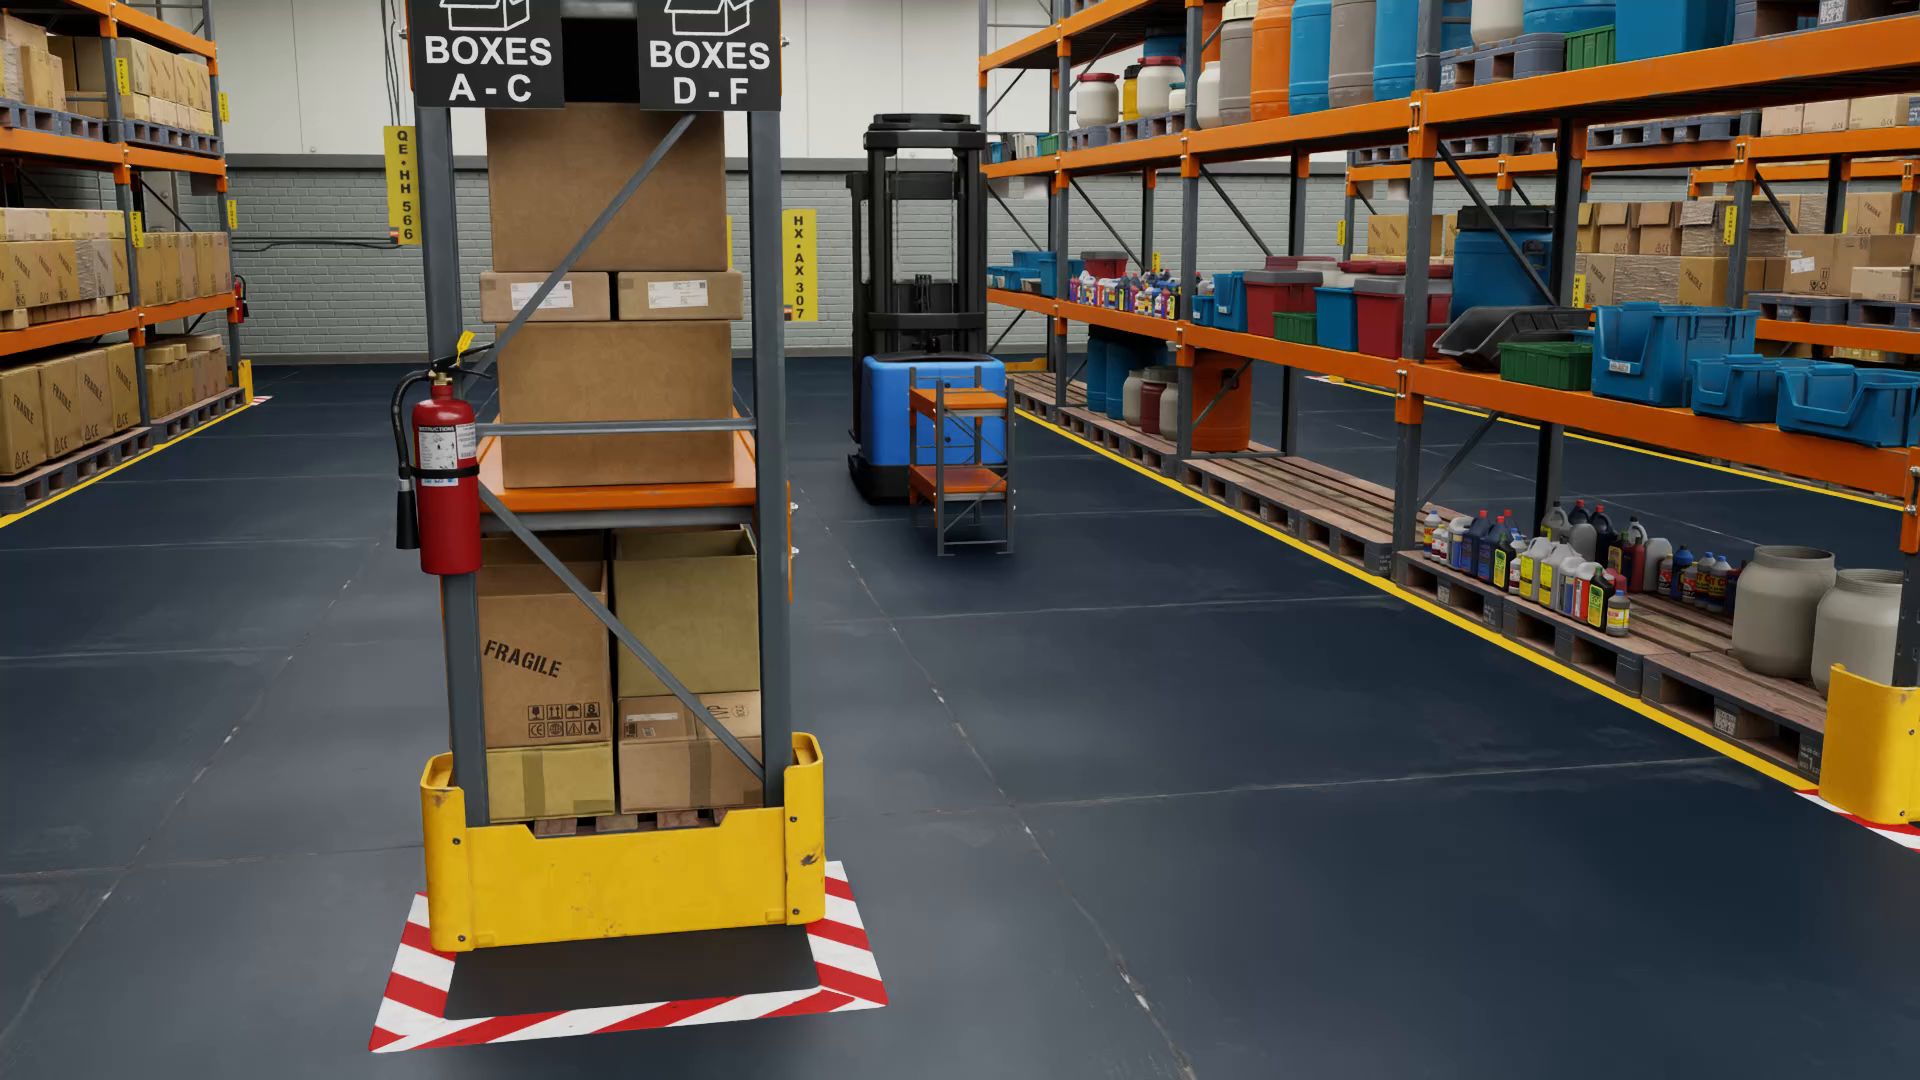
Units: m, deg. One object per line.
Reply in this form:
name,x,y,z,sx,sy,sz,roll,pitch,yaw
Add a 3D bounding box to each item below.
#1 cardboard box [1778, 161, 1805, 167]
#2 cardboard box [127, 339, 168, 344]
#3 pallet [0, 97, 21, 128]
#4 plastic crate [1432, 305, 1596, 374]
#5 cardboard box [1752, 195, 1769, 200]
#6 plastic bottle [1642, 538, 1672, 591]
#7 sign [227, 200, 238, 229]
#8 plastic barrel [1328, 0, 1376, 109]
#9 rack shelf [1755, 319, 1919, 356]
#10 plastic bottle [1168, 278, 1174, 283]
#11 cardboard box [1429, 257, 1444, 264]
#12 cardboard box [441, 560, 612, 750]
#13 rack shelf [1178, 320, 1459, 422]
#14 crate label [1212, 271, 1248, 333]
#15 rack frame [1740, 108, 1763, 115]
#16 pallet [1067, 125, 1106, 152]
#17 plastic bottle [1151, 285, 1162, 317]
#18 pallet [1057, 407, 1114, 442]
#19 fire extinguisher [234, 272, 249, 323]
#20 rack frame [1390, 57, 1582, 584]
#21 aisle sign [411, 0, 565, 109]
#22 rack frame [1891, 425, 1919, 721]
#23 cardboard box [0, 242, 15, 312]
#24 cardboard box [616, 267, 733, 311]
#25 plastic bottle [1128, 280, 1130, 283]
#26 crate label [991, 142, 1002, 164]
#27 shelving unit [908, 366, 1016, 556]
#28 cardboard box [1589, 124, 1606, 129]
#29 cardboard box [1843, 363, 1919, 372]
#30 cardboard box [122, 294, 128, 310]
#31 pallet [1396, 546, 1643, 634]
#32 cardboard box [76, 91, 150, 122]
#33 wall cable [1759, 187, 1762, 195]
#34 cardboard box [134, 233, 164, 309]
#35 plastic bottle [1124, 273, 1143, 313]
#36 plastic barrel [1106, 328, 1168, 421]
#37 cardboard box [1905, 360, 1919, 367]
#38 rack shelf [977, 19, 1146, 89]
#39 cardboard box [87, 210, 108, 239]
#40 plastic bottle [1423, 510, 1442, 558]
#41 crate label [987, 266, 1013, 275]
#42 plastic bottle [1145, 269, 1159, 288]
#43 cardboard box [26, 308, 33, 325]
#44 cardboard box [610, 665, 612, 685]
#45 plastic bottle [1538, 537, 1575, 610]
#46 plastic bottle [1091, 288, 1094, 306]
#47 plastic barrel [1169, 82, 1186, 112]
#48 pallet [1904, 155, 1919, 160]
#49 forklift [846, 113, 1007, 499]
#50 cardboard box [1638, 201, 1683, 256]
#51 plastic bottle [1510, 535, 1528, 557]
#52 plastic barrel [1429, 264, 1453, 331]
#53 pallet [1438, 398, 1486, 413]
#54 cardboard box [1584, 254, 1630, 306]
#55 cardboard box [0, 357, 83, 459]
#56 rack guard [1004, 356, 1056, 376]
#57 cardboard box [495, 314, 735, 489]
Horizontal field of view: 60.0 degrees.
cardboard box,10.613,-4.802,20.780,0.500,0.250,0.500,-2,11,-11
cardboard box,-8.774,-2.079,17.926,0.380,0.149,0.250,-2,11,-10
pallet,-7.607,-3.107,11.978,1.213,0.211,1.003,-2,11,-8
plastic crate,3.043,-1.105,9.146,0.767,0.338,0.504,-2,11,-11
cardboard box,10.486,-4.185,21.425,0.500,0.500,0.500,-2,11,-12
plastic bottle,3.602,0.118,8.664,0.152,0.276,0.135,-2,11,-10
sign,-8.451,-3.779,19.300,0.100,0.325,0.005,-2,11,-11
plastic barrel,2.627,-3.161,10.421,0.600,0.901,0.600,0,11,0
rack shelf,7.535,-1.430,12.610,1.077,0.370,4.000,-2,11,-11
plastic bottle,2.073,-2.423,16.234,0.152,0.276,0.135,-2,11,-11
cardboard box,5.823,-3.216,19.676,0.500,0.250,0.500,-2,11,-10
cardboard box,-1.412,0.365,5.480,0.500,0.500,0.500,-2,11,-11
rack shelf,2.677,-1.250,11.664,1.077,0.370,4.000,-2,11,-11
crate label,2.216,-1.795,12.511,0.502,0.435,0.616,-2,11,-11
rack frame,7.146,-5.097,13.909,1.000,3.000,0.127,-2,11,-11
pallet,1.758,-3.944,16.379,1.213,0.211,1.003,-2,11,-11
plastic bottle,1.703,-2.065,14.369,0.097,0.271,0.097,0,11,0
pallet,1.619,-1.191,16.887,1.003,0.211,1.213,-2,11,-11
fire extinguisher,-8.563,-2.900,19.615,0.296,0.674,0.183,-2,11,-11
rack frame,3.066,-1.236,9.669,1.000,3.000,0.127,-2,11,-11
aisle sign,-1.291,-1.578,4.510,0.394,0.787,0.004,-2,11,-11
rack frame,3.844,-0.503,5.815,1.000,3.000,0.127,-2,11,-11
cardboard box,-7.273,-1.913,12.109,0.500,0.500,0.500,-2,11,-9
cardboard box,-0.935,-0.819,5.475,0.380,0.149,0.250,-2,11,-12
plastic bottle,1.566,-2.241,15.263,0.061,0.283,0.133,-2,11,-11
crate label,0.594,-4.657,20.015,0.408,0.251,0.502,-2,11,-11
shelving unit,-0.001,-0.554,11.098,0.538,1.125,1.048,-2,11,-11
cardboard box,6.511,-4.162,16.565,0.380,0.149,0.250,-3,11,-13
cardboard box,7.419,-1.288,13.444,0.500,0.250,0.500,-1,11,-5
cardboard box,-7.864,-2.178,15.235,0.380,0.149,0.250,-2,11,-10
pallet,3.156,0.258,9.275,1.003,0.211,1.213,-2,11,-11
cardboard box,-8.084,-4.135,15.887,0.500,0.250,0.500,-2,11,-11
wall cable,14.191,-5.525,29.403,0.585,1.953,0.123,-2,11,-11
cardboard box,-8.297,-2.591,15.983,0.980,0.700,0.700,-2,11,-10
plastic bottle,1.578,-2.245,15.099,0.144,0.351,0.185,-2,11,-11
plastic barrel,1.737,-1.649,16.325,0.600,0.901,0.708,-2,11,-11
cardboard box,11.497,-2.076,19.785,0.380,0.149,0.250,-2,11,-8
rack shelf,1.121,-5.468,18.849,1.077,0.370,4.000,-2,11,-11
cardboard box,-7.776,-2.746,14.480,0.500,0.250,0.500,-2,11,-10
plastic bottle,2.698,-0.038,9.493,0.097,0.271,0.097,0,11,0
crate label,0.457,-3.327,20.942,0.416,0.233,0.303,-2,11,-11
plastic bottle,1.904,-2.483,16.354,0.144,0.351,0.185,-2,11,-11
cardboard box,-7.505,-1.752,12.998,0.380,0.149,0.250,-2,11,-10
cardboard box,-1.519,0.642,6.030,0.500,0.250,0.500,-2,11,-11
plastic bottle,2.971,0.159,8.248,0.144,0.351,0.185,-2,11,-9
plastic bottle,1.331,-2.382,16.221,0.097,0.201,0.097,0,11,0
plastic barrel,1.936,-3.773,14.222,0.301,0.262,0.301,0,11,0
pallet,11.269,-4.310,18.297,1.213,0.211,1.003,-2,11,-11
forklift,-0.360,-1.981,13.766,1.130,2.935,3.031,-2,11,-8
cardboard box,6.896,-2.946,15.703,0.797,0.503,0.637,-2,11,-10
plastic bottle,2.918,0.111,8.710,0.097,0.271,0.097,0,11,0
plastic barrel,3.095,-1.486,10.620,0.433,0.535,0.433,0,11,0
pallet,6.297,-1.656,19.333,1.003,0.211,1.213,-2,11,-11
cardboard box,6.514,-2.561,16.361,0.500,0.500,0.500,-2,11,-10
cardboard box,-7.608,-1.060,13.372,0.750,0.750,0.750,-2,11,-11
rack guard,0.715,-2.213,21.487,1.175,0.500,0.348,-2,11,-11
cardboard box,-1.094,-0.458,5.315,0.700,0.500,0.500,-2,11,-11
